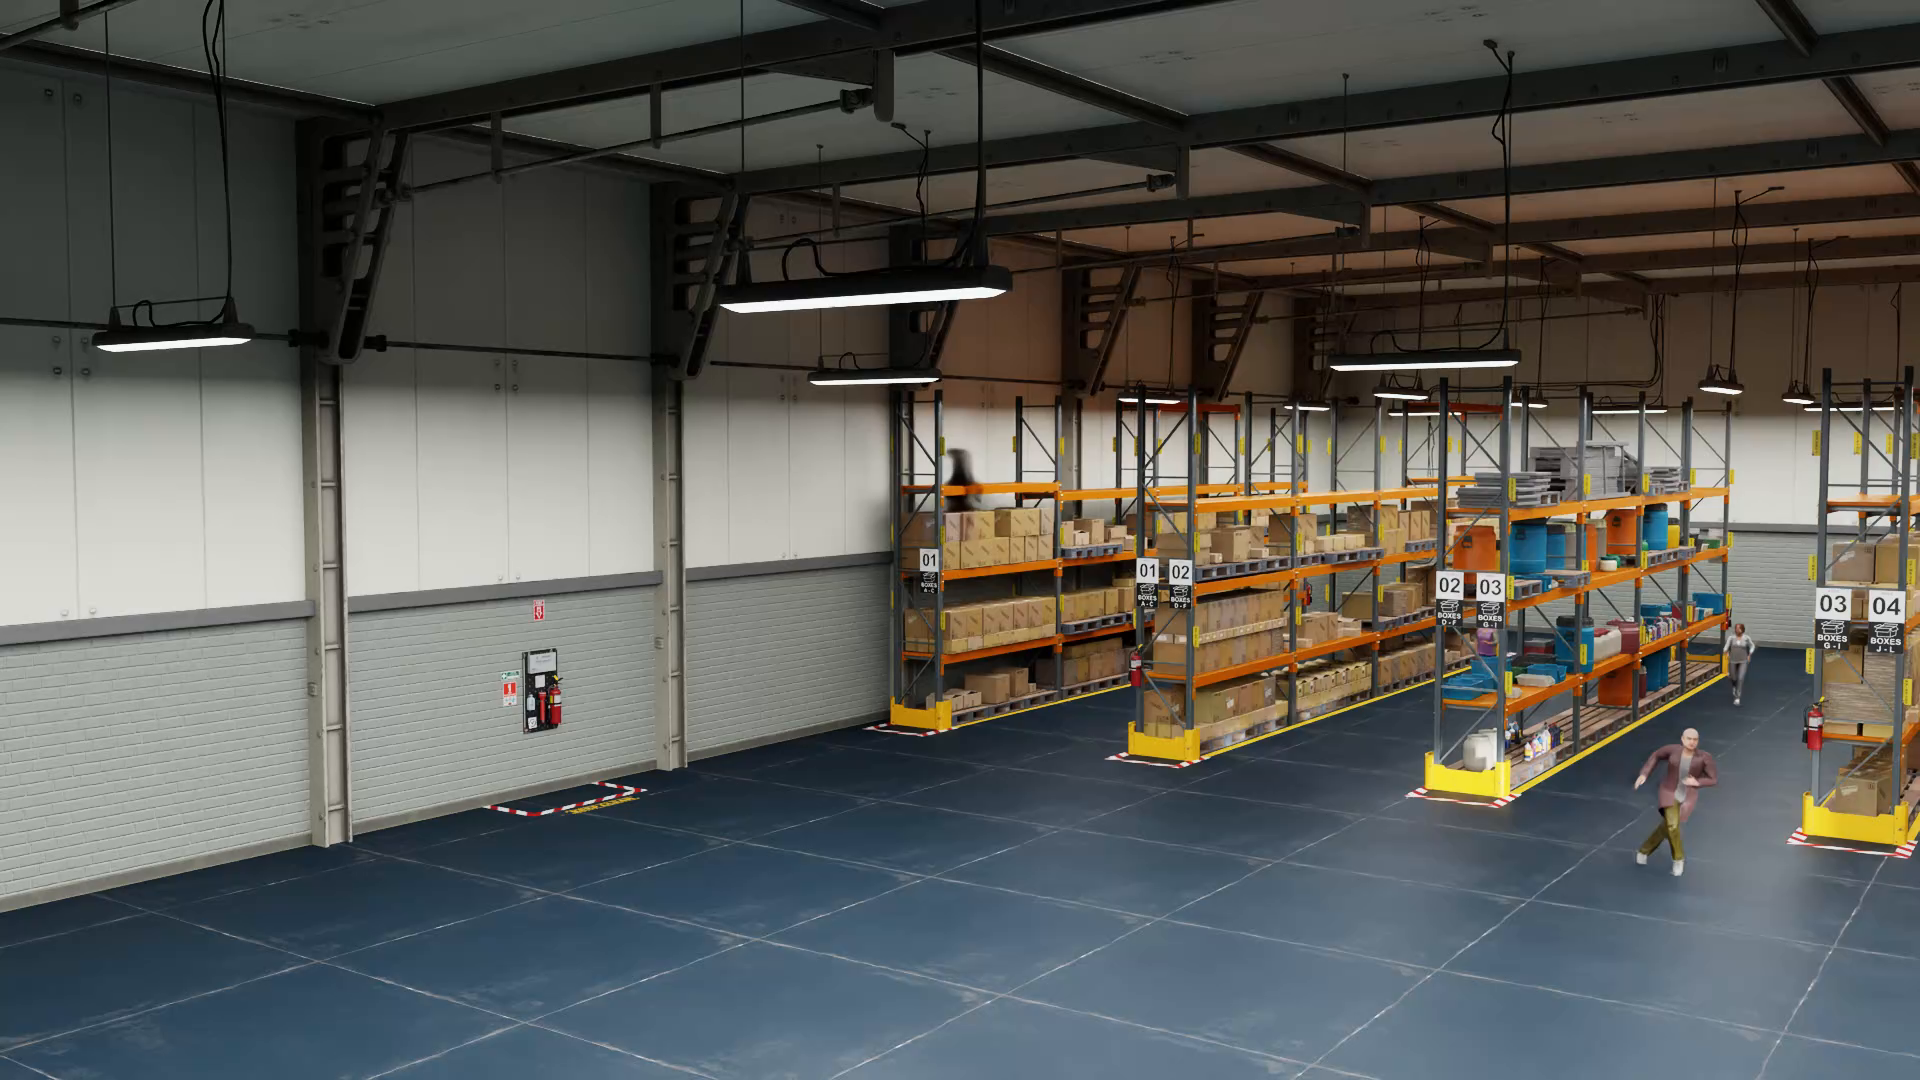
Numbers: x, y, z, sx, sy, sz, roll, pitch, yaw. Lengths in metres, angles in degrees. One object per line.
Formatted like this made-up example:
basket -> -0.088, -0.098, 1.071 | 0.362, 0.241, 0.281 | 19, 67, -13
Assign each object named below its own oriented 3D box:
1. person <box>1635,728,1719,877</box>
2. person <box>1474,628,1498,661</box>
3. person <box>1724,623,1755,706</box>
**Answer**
person -> 8.425, 3.046, 19.562 | 0.835, 1.714, 0.762 | 1, 3, 10
person -> 10.506, 2.310, 33.244 | 0.524, 1.593, 0.887 | 2, 4, 27
person -> 15.170, 2.398, 32.390 | 0.550, 1.588, 0.770 | 2, 4, 27
